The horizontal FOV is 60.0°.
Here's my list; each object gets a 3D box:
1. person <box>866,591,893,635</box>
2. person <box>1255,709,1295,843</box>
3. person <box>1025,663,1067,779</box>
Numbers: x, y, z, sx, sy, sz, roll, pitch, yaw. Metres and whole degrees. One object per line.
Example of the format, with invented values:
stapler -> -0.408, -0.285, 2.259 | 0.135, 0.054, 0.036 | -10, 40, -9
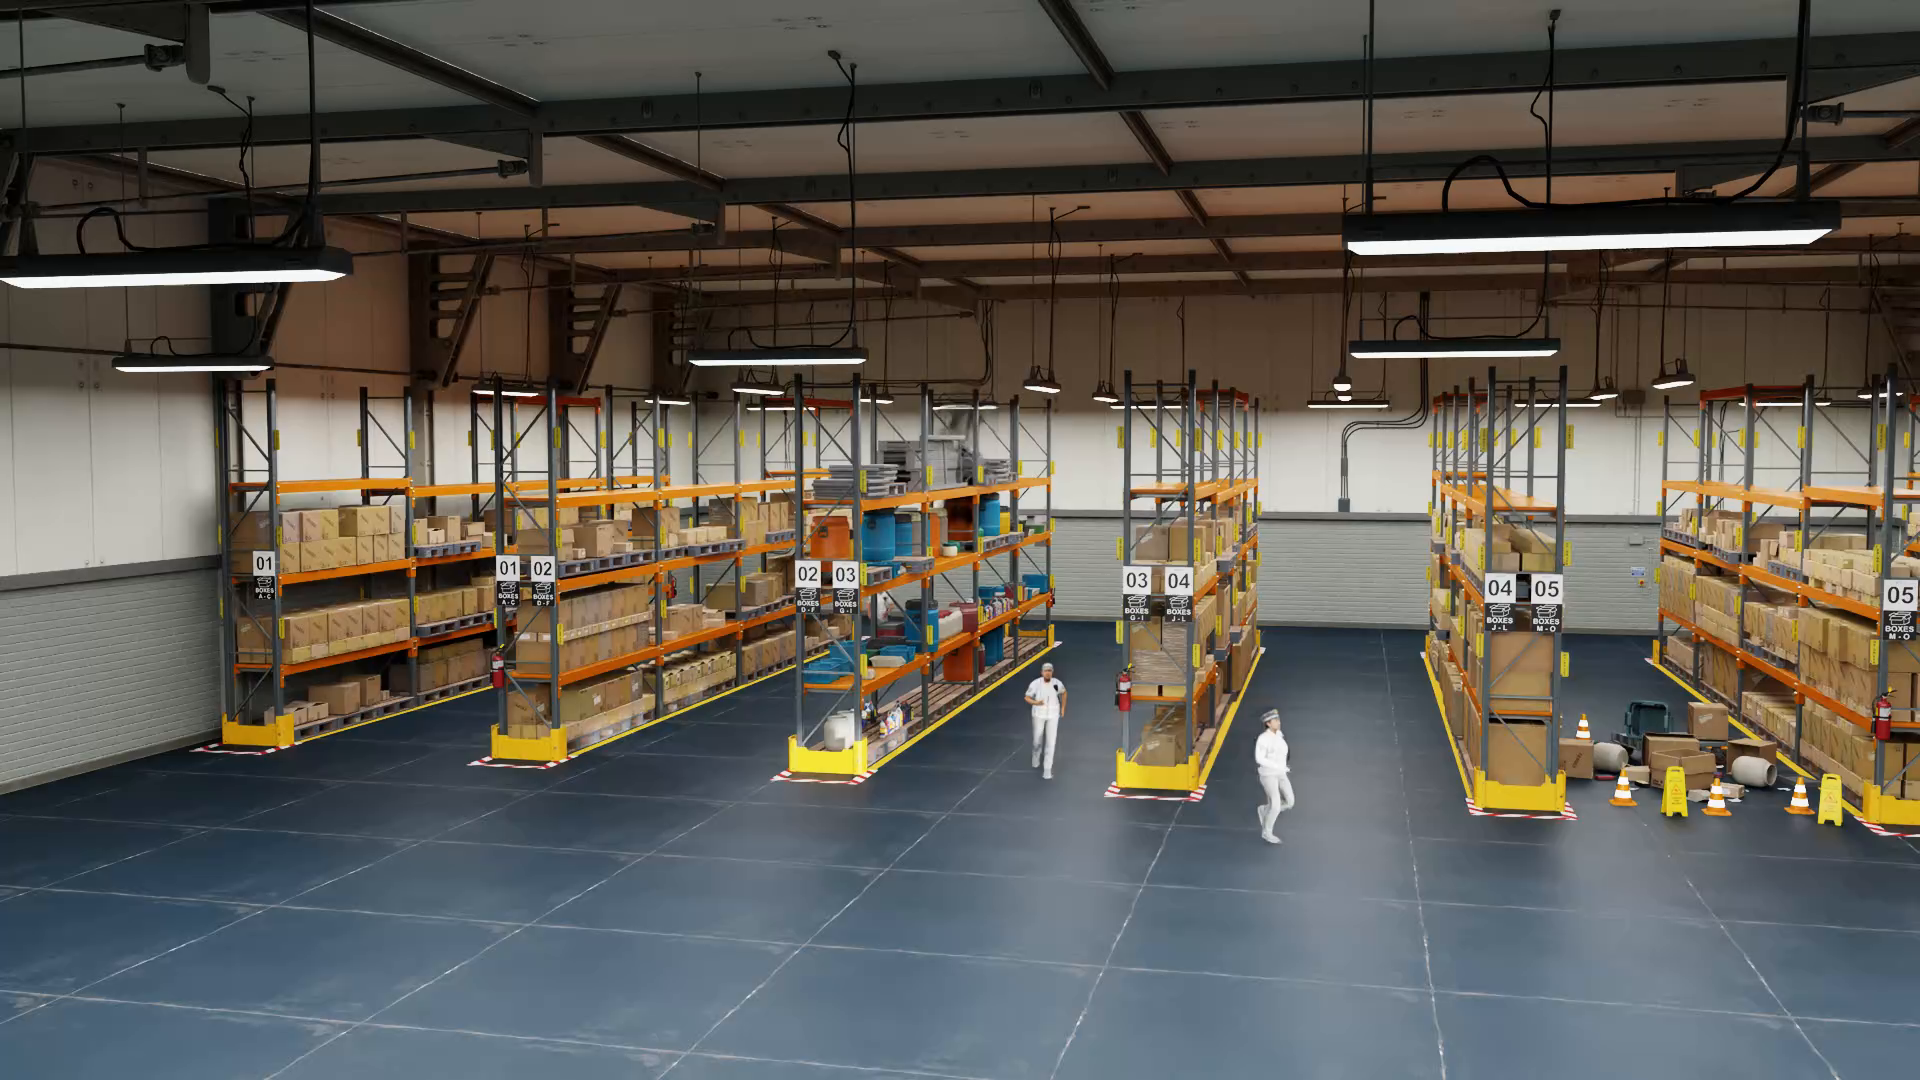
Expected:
person -> -1.886, 1.803, 38.786 | 0.654, 1.748, 0.536 | 0, 3, 7
person -> 3.931, 2.933, 20.737 | 0.524, 1.659, 0.658 | 3, 5, 44
person -> 1.290, 2.673, 24.970 | 0.655, 1.680, 0.846 | 0, 3, -3
